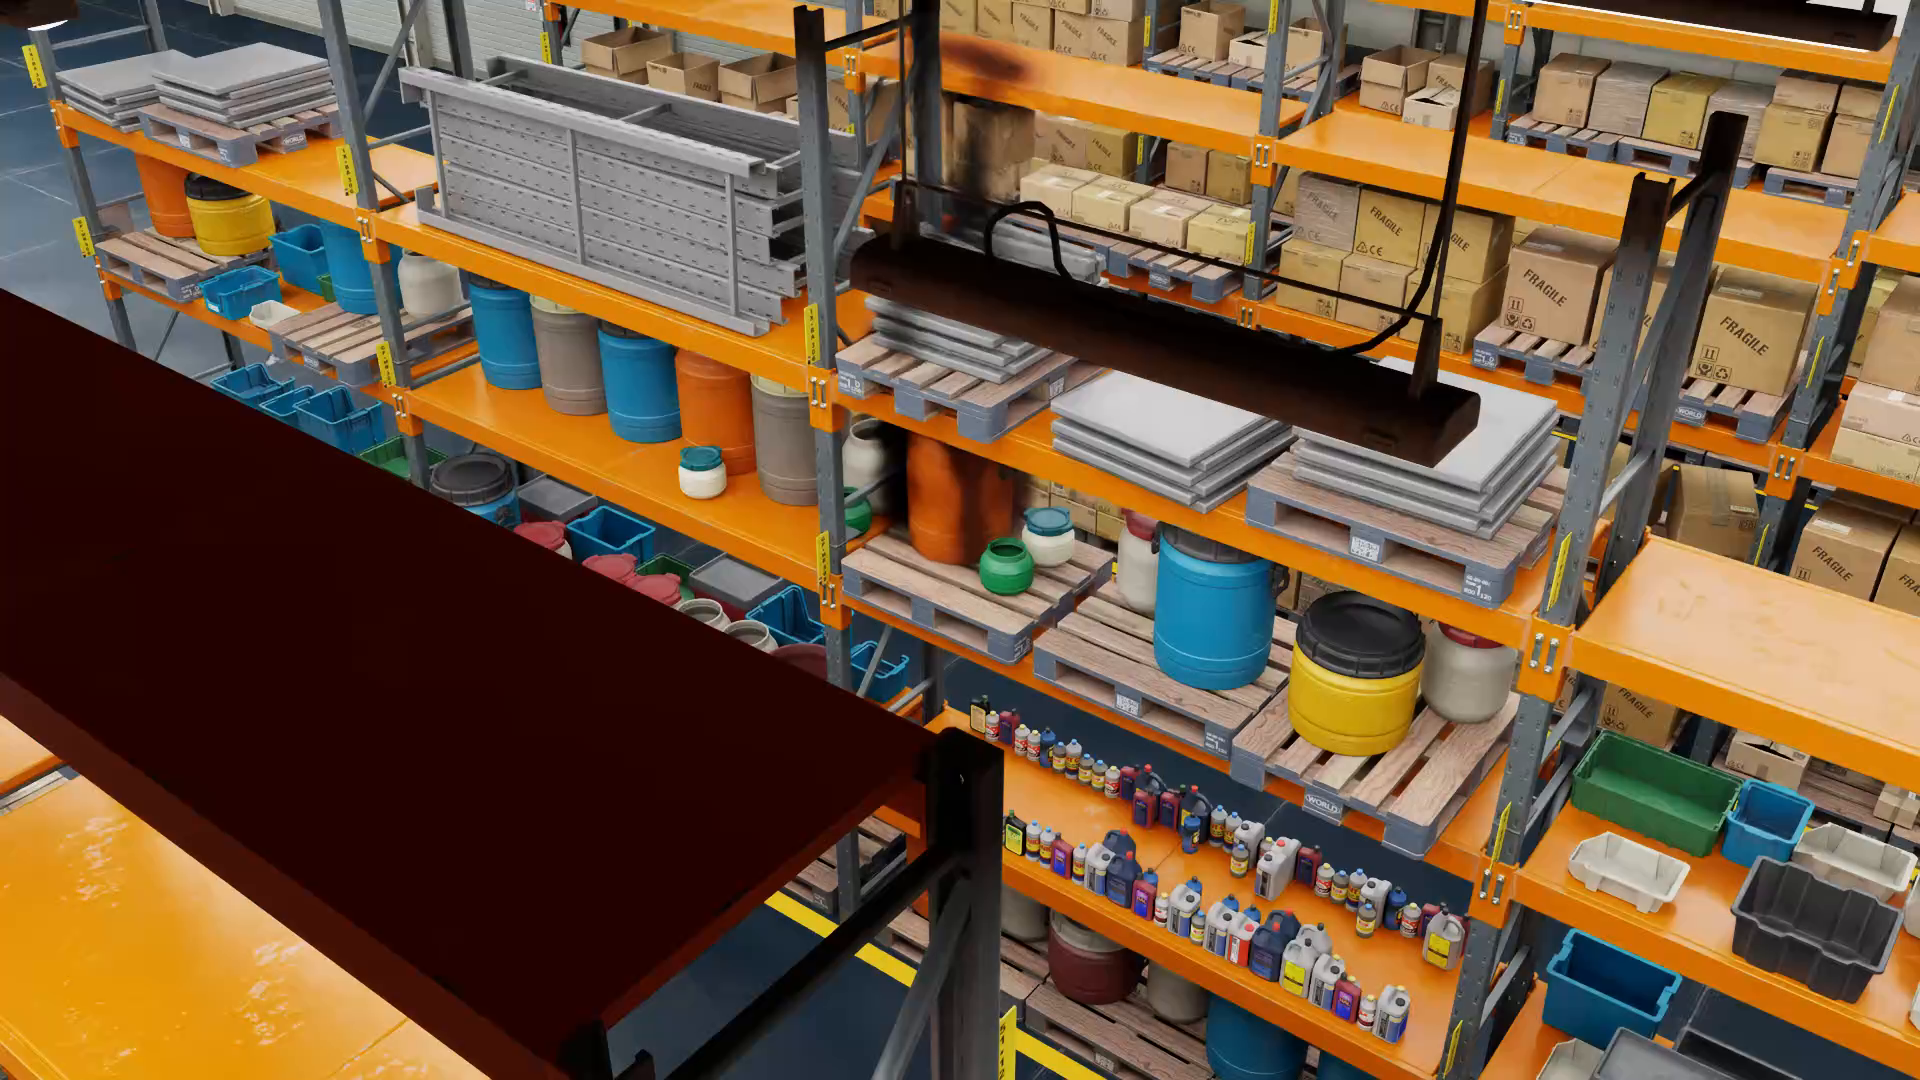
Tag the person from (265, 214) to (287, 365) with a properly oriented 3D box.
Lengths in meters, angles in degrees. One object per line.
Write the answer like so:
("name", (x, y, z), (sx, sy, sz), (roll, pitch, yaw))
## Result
("person", (-7.285, -2.775, 18.230), (0.965, 1.694, 0.581), (-13, 34, -20))
